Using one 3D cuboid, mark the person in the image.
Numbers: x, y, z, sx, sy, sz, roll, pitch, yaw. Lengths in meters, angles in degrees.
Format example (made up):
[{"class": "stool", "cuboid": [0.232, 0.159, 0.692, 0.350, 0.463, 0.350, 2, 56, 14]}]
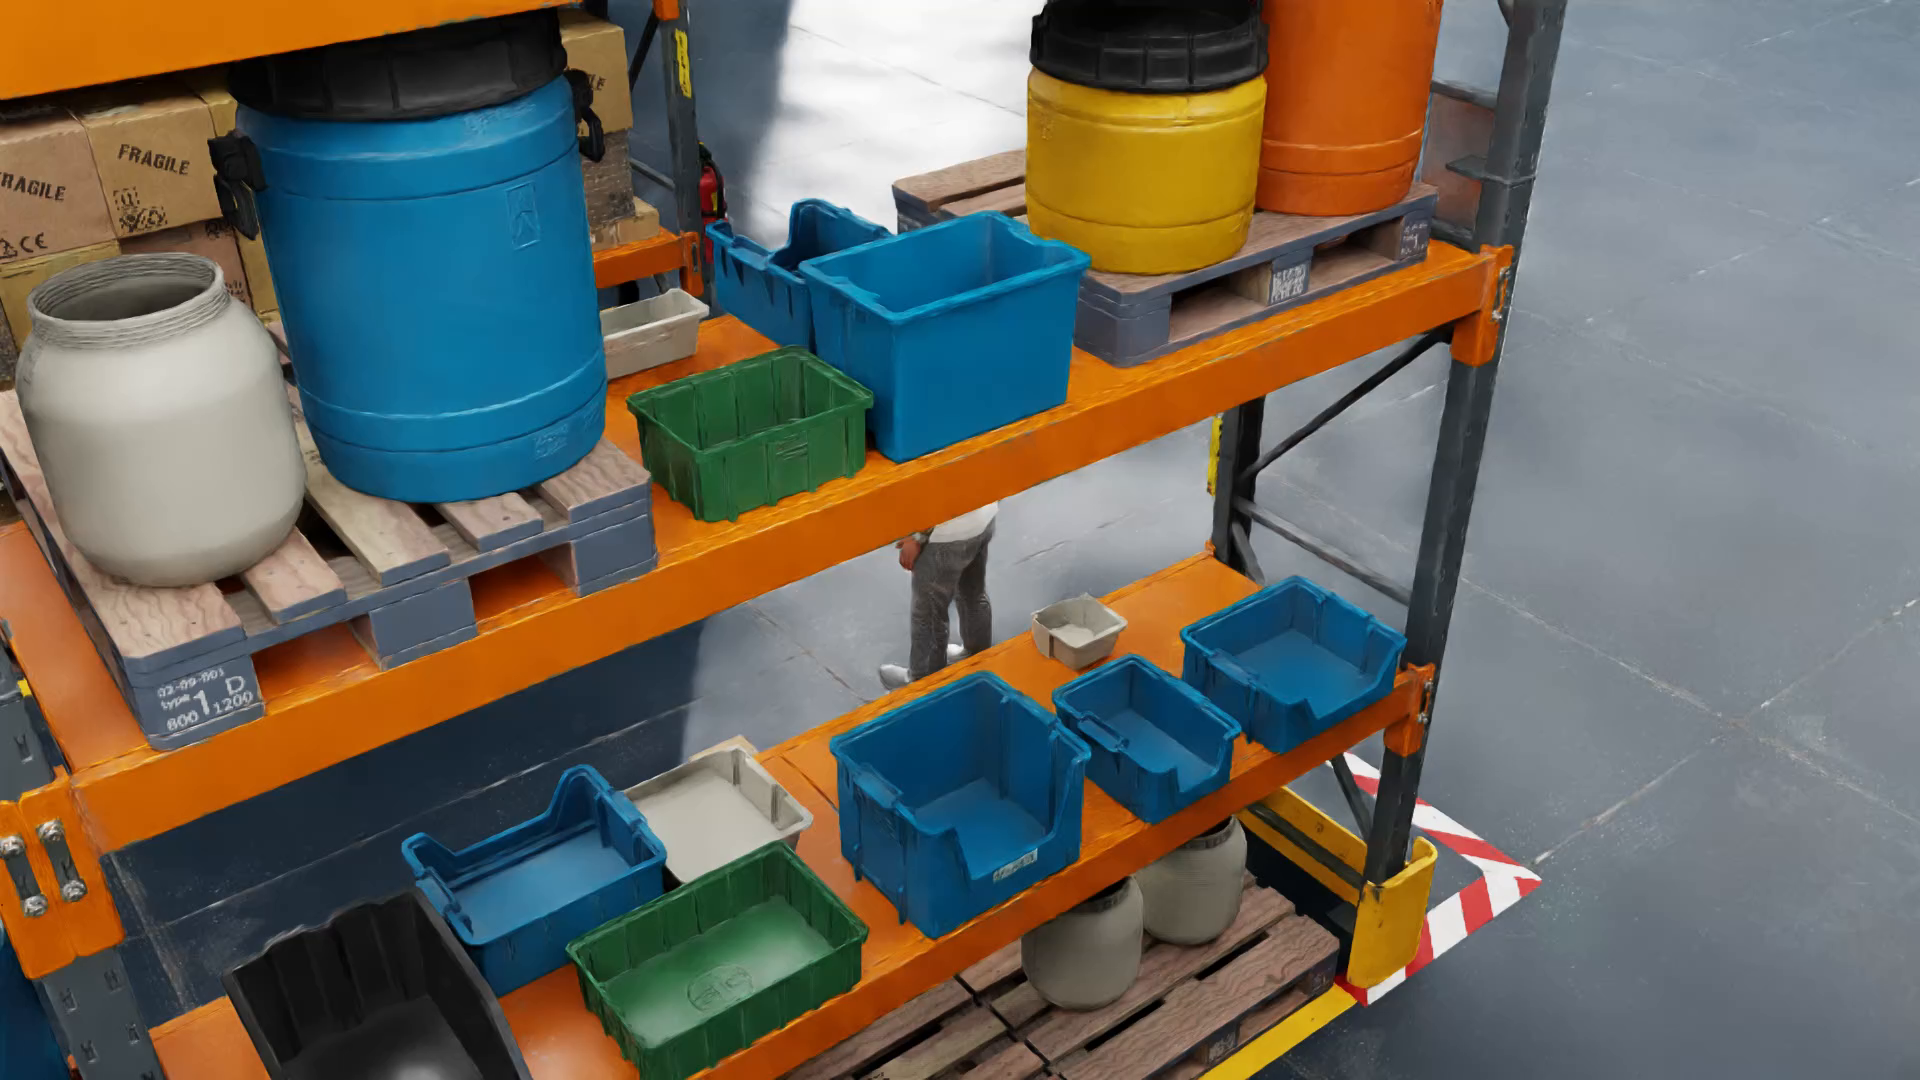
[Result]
[{"class": "person", "cuboid": [-0.093, -0.102, 7.234, 0.517, 1.781, 0.583, 12, 34, 18]}]
